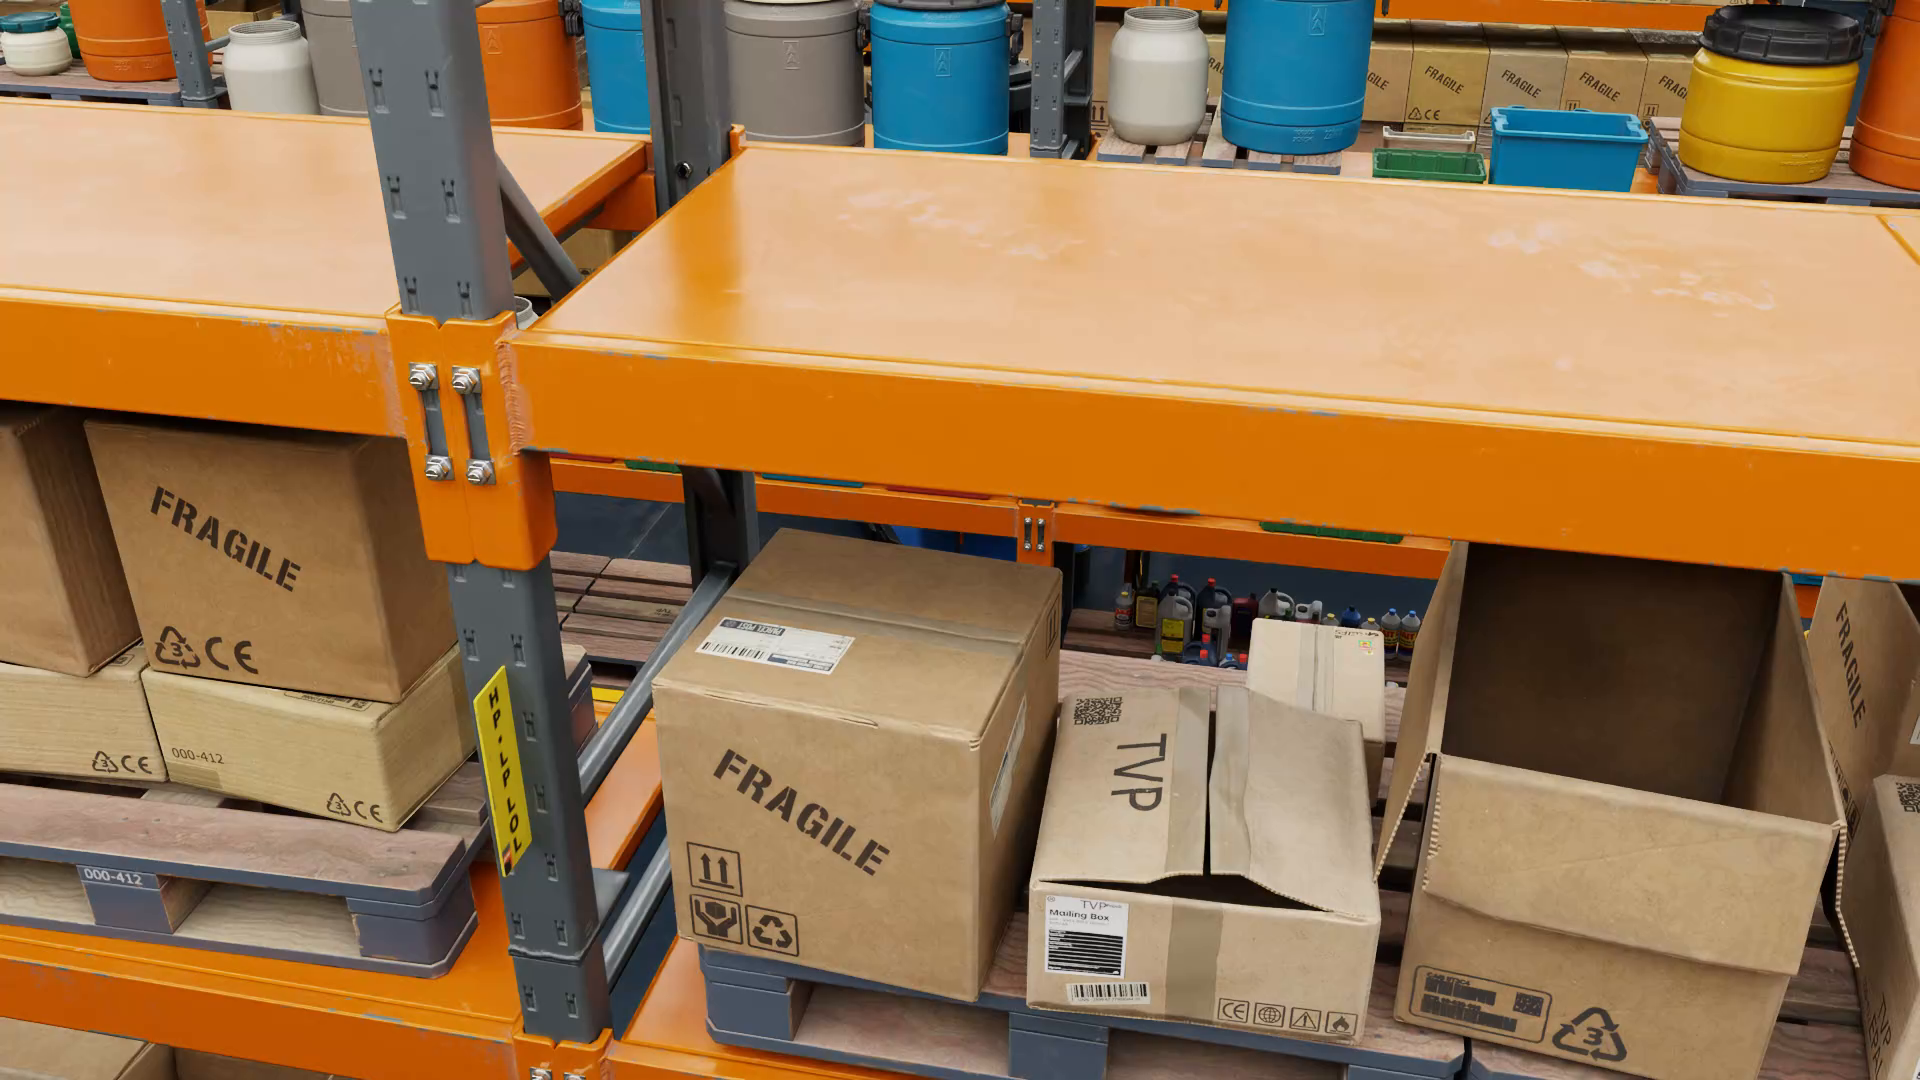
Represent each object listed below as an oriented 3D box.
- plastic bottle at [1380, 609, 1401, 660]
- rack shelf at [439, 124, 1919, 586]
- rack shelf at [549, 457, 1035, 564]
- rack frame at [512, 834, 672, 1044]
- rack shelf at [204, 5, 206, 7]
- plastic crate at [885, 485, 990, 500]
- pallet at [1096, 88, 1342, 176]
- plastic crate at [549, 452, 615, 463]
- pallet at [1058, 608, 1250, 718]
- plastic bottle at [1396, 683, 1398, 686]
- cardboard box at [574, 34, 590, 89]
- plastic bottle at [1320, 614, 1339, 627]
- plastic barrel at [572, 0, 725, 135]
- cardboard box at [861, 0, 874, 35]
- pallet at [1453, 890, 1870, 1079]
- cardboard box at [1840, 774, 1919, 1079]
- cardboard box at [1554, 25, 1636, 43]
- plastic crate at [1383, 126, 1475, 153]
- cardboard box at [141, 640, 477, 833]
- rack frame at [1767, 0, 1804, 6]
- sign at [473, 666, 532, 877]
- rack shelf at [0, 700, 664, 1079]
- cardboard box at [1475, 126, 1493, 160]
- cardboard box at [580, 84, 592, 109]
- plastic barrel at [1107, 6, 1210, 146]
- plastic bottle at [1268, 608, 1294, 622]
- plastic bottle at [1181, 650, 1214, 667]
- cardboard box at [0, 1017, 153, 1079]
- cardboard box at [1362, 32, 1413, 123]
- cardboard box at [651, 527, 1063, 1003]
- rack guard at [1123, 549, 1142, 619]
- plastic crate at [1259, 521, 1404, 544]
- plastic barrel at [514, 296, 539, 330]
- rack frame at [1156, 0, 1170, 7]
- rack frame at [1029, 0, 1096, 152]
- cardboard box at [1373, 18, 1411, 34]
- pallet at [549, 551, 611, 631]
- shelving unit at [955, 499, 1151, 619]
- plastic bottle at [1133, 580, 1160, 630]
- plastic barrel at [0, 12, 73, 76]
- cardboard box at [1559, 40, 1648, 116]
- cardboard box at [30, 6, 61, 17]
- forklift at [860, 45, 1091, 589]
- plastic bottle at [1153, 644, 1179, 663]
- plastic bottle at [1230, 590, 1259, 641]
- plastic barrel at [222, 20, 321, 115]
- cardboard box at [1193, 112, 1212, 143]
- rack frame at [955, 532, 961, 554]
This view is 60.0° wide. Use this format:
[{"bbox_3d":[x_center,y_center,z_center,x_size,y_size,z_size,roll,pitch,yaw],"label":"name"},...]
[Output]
[{"bbox_3d":[2.229,0.480,8.632,0.097,0.271,0.097,0,29,0],"label":"plastic bottle"},{"bbox_3d":[1.376,-0.166,2.348,4.000,0.370,1.077,6,29,11],"label":"rack shelf"},{"bbox_3d":[-1.498,-0.437,8.674,4.000,0.370,1.077,6,29,11],"label":"rack shelf"},{"bbox_3d":[-0.580,1.774,3.886,0.127,3.000,1.000,6,29,11],"label":"rack frame"},{"bbox_3d":[-7.152,-5.884,18.624,4.000,0.370,1.077,6,29,11],"label":"rack shelf"},{"bbox_3d":[-0.079,-0.485,7.945,0.583,0.464,0.402,6,29,11],"label":"plastic crate"},{"bbox_3d":[1.184,-1.758,7.411,1.003,0.211,1.213,6,29,11],"label":"pallet"},{"bbox_3d":[-1.937,-0.675,8.293,0.583,0.464,0.402,6,29,11],"label":"plastic crate"},{"bbox_3d":[1.106,0.758,8.645,1.213,0.211,1.003,6,29,11],"label":"pallet"},{"bbox_3d":[2.114,0.793,8.134,0.097,0.201,0.097,0,29,0],"label":"plastic bottle"},{"bbox_3d":[-3.131,-3.844,12.999,0.637,0.503,0.797,7,29,12],"label":"cardboard box"},{"bbox_3d":[1.931,0.481,8.705,0.097,0.201,0.097,0,29,0],"label":"plastic bottle"},{"bbox_3d":[-1.364,-2.168,7.440,0.708,0.901,0.600,6,29,11],"label":"plastic barrel"},{"bbox_3d":[-0.902,-5.470,17.014,0.500,0.500,0.500,6,29,11],"label":"cardboard box"},{"bbox_3d":[1.449,0.694,2.828,1.213,0.211,1.003,6,29,11],"label":"pallet"},{"bbox_3d":[1.607,0.605,2.407,0.500,0.311,0.500,9,30,17],"label":"cardboard box"},{"bbox_3d":[4.436,-3.326,11.747,0.500,0.500,0.500,6,29,11],"label":"cardboard box"},{"bbox_3d":[2.112,-1.781,7.530,0.396,0.136,0.243,6,29,11],"label":"plastic crate"},{"bbox_3d":[-1.180,0.273,3.222,0.500,0.250,0.500,9,30,16],"label":"cardboard box"},{"bbox_3d":[5.404,-2.477,11.651,0.127,3.000,1.000,6,29,11],"label":"rack frame"},{"bbox_3d":[-0.684,0.349,2.499,0.005,0.325,0.100,6,29,11],"label":"sign"},{"bbox_3d":[-2.536,0.573,3.705,4.000,0.370,1.077,6,29,11],"label":"rack shelf"},{"bbox_3d":[3.878,-2.783,11.797,0.500,0.500,0.875,6,29,11],"label":"cardboard box"},{"bbox_3d":[-2.954,-3.256,12.970,0.500,0.500,0.500,7,29,12],"label":"cardboard box"},{"bbox_3d":[0.838,-1.965,7.039,0.421,0.512,0.421,0,29,0],"label":"plastic barrel"},{"bbox_3d":[1.655,0.478,8.624,0.133,0.283,0.061,6,29,11],"label":"plastic bottle"},{"bbox_3d":[1.161,0.693,8.161,0.185,0.351,0.144,7,29,12],"label":"plastic bottle"},{"bbox_3d":[-2.333,1.542,4.205,0.500,0.500,0.500,6,29,11],"label":"cardboard box"},{"bbox_3d":[2.858,-3.227,11.565,0.500,0.500,0.500,6,29,11],"label":"cardboard box"},{"bbox_3d":[-0.142,0.343,2.689,0.500,0.500,0.500,8,30,15],"label":"cardboard box"},{"bbox_3d":[0.979,0.264,9.275,0.087,0.250,0.587,2,27,0],"label":"rack guard"},{"bbox_3d":[1.727,-0.190,7.695,0.662,0.188,0.450,6,29,11],"label":"plastic crate"},{"bbox_3d":[-2.403,-0.999,8.835,0.421,0.512,0.421,0,29,0],"label":"plastic barrel"},{"bbox_3d":[1.492,-2.878,12.383,0.127,3.000,1.000,6,29,11],"label":"rack frame"},{"bbox_3d":[0.458,-3.183,6.694,0.127,3.000,1.000,6,29,11],"label":"rack frame"},{"bbox_3d":[2.968,-3.475,12.018,0.500,0.500,0.500,6,29,11],"label":"cardboard box"},{"bbox_3d":[-2.704,0.366,9.362,1.213,0.211,1.003,6,29,11],"label":"pallet"},{"bbox_3d":[0.503,-0.314,8.998,1.083,1.500,0.587,2,27,0],"label":"shelving unit"},{"bbox_3d":[0.998,0.340,8.876,0.133,0.283,0.061,7,30,13],"label":"plastic bottle"},{"bbox_3d":[-4.533,-2.431,8.150,0.301,0.262,0.301,0,29,0],"label":"plastic barrel"},{"bbox_3d":[4.325,-3.076,11.290,0.500,0.500,0.500,6,29,11],"label":"cardboard box"},{"bbox_3d":[-7.326,-4.047,13.583,0.500,0.500,0.500,6,29,11],"label":"cardboard box"},{"bbox_3d":[-0.198,-1.569,10.064,1.130,2.935,3.031,-9,30,-16],"label":"forklift"},{"bbox_3d":[1.022,0.654,8.303,0.133,0.283,0.061,6,29,11],"label":"plastic bottle"},{"bbox_3d":[1.504,0.392,8.781,0.133,0.283,0.061,8,30,14],"label":"plastic bottle"},{"bbox_3d":[-3.214,-2.143,7.800,0.421,0.512,0.421,0,29,0],"label":"plastic barrel"},{"bbox_3d":[1.920,-2.978,12.152,0.500,0.500,0.875,6,29,11],"label":"cardboard box"},{"bbox_3d":[0.004,-0.334,9.000,0.032,1.500,0.500,2,27,0],"label":"rack frame"}]
